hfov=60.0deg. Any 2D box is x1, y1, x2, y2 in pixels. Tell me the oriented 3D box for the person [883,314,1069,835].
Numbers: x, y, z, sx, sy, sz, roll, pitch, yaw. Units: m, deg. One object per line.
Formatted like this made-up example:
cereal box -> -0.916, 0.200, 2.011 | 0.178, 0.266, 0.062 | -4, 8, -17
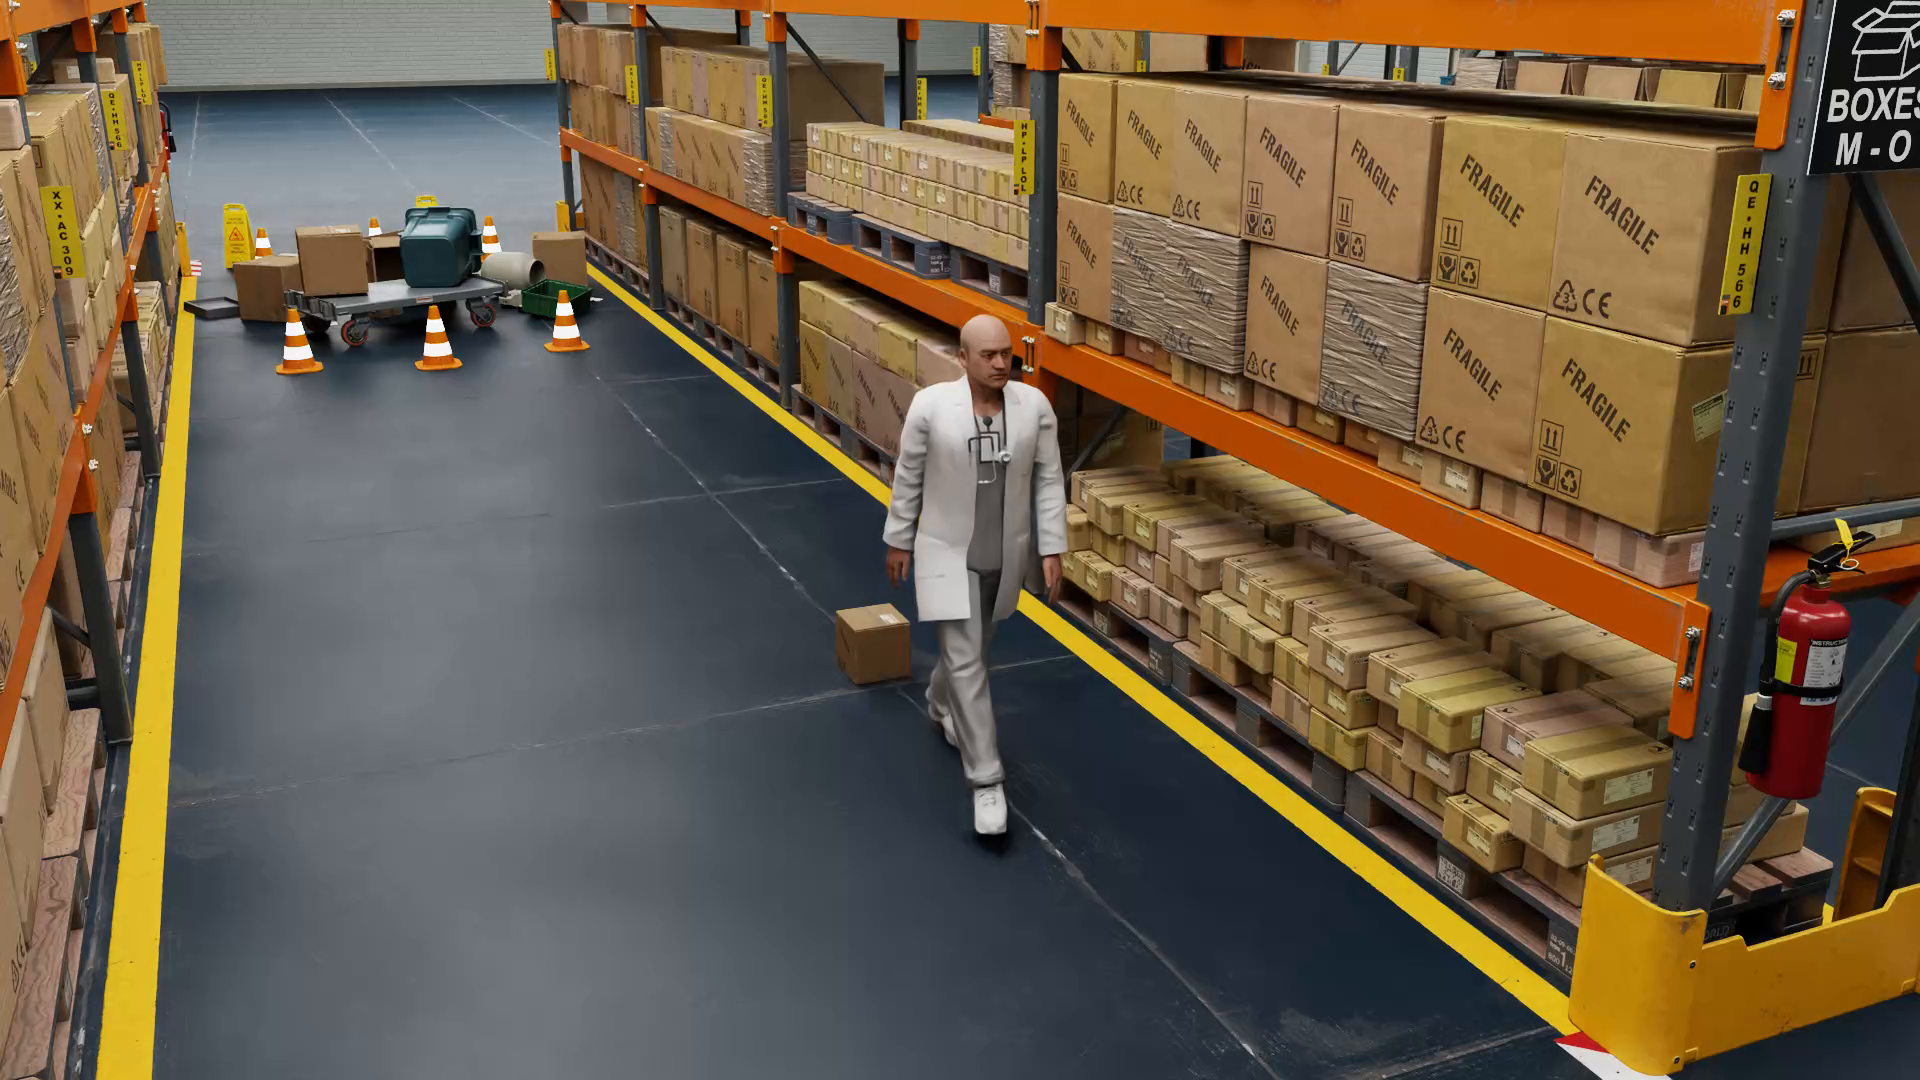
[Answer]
person -> 0.086, 0.048, 5.915 | 0.609, 1.716, 1.077 | -7, 20, -20
